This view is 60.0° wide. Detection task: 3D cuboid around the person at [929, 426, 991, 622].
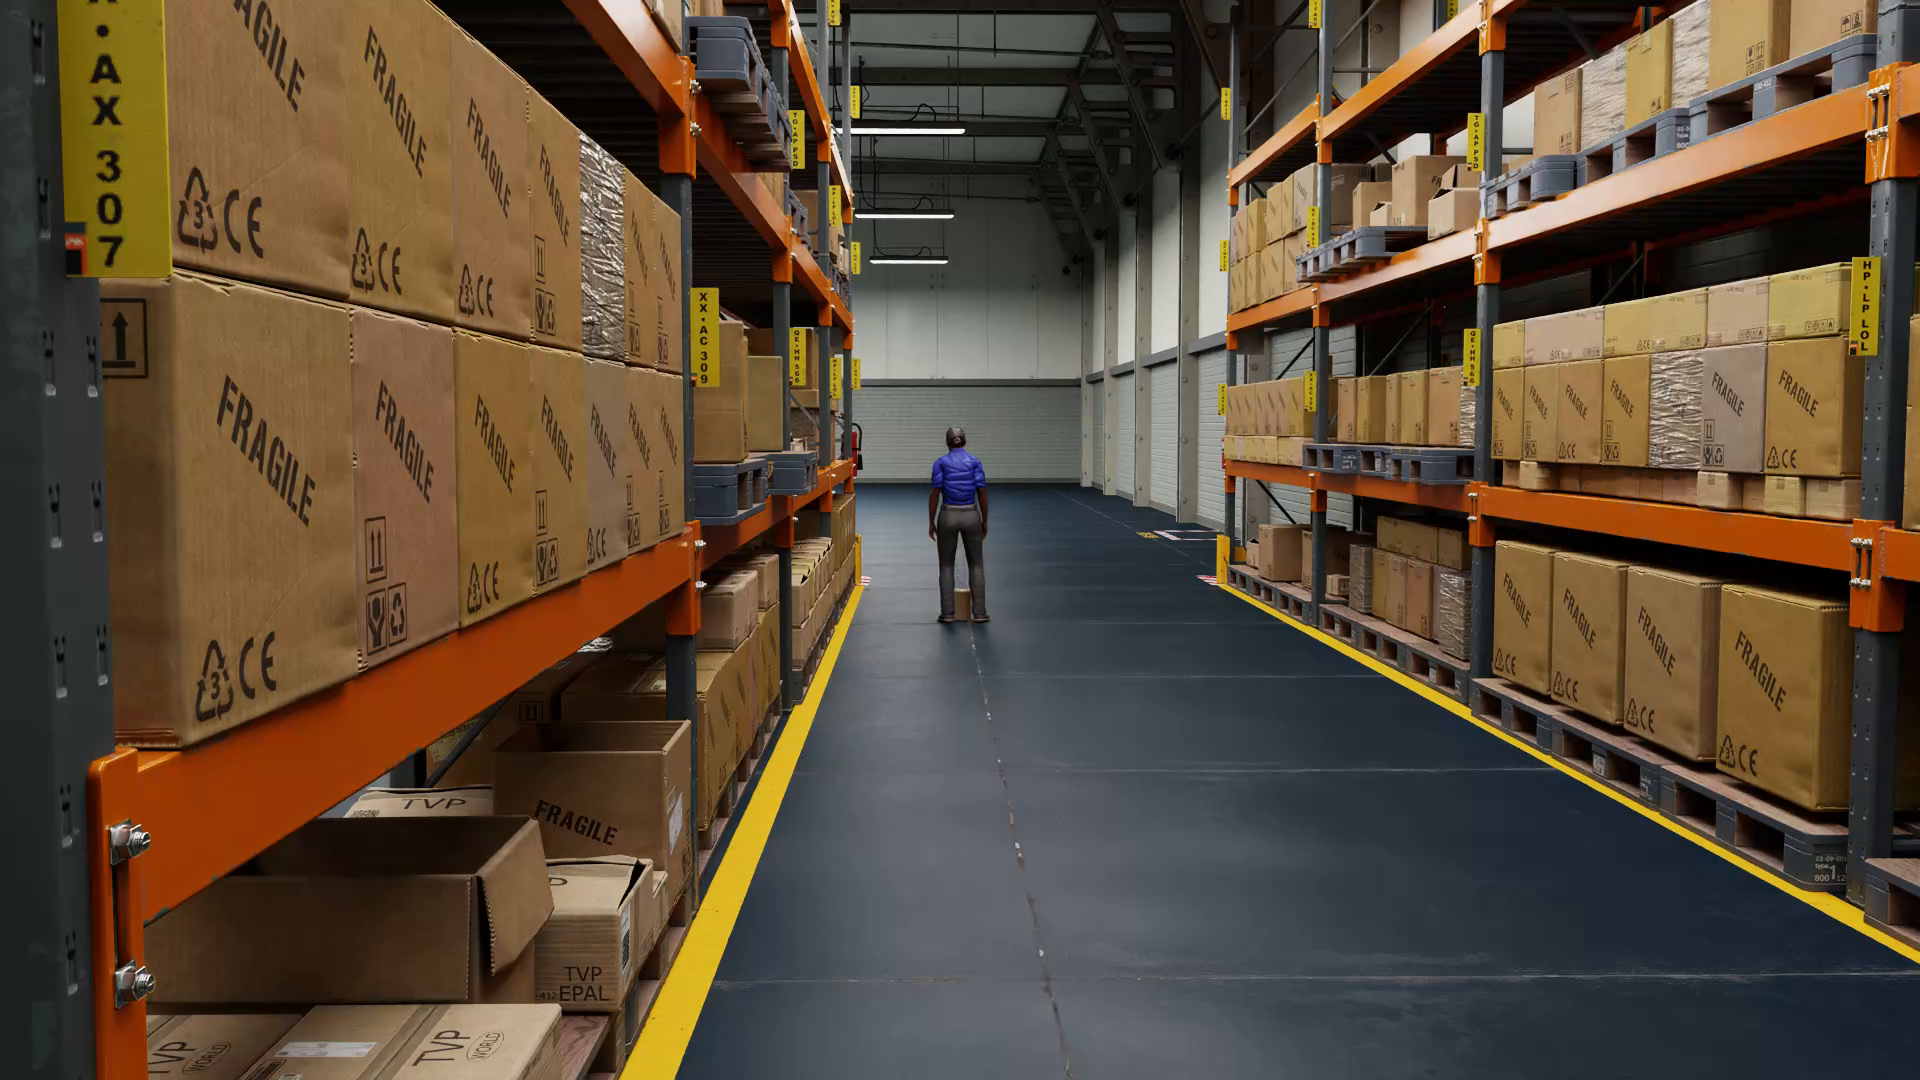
[{"bbox_3d":[0.001,-0.133,13.994,0.531,1.656,0.346,0,4,-4],"label":"person"}]
